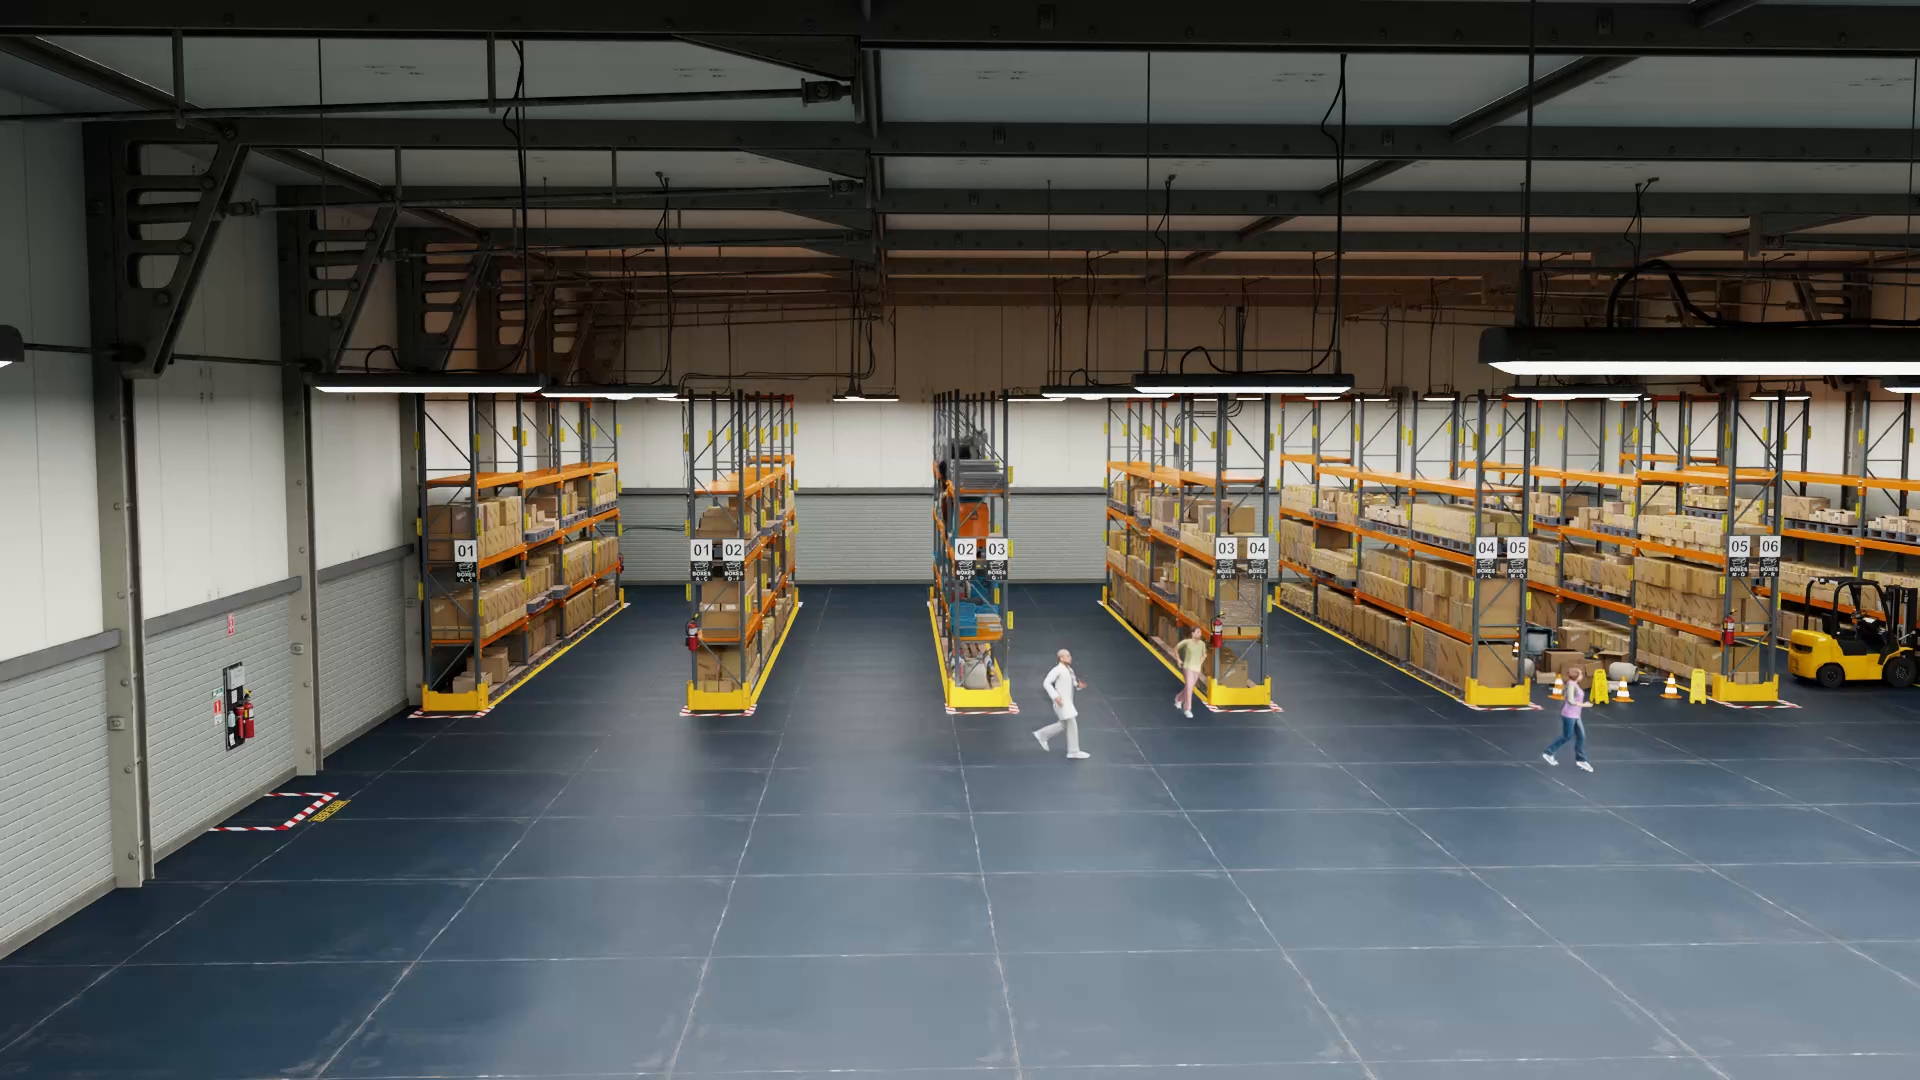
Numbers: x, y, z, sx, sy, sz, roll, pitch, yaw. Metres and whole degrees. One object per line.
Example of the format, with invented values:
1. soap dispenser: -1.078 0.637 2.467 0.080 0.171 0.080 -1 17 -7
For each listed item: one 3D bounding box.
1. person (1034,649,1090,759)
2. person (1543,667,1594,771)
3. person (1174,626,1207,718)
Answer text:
1. person: 1.635 2.637 26.882 0.954 1.756 0.709 2 5 21
2. person: 9.566 2.794 26.099 0.758 1.634 0.553 3 5 30
3. person: 4.295 2.391 30.711 0.611 1.632 0.922 -2 5 -18
